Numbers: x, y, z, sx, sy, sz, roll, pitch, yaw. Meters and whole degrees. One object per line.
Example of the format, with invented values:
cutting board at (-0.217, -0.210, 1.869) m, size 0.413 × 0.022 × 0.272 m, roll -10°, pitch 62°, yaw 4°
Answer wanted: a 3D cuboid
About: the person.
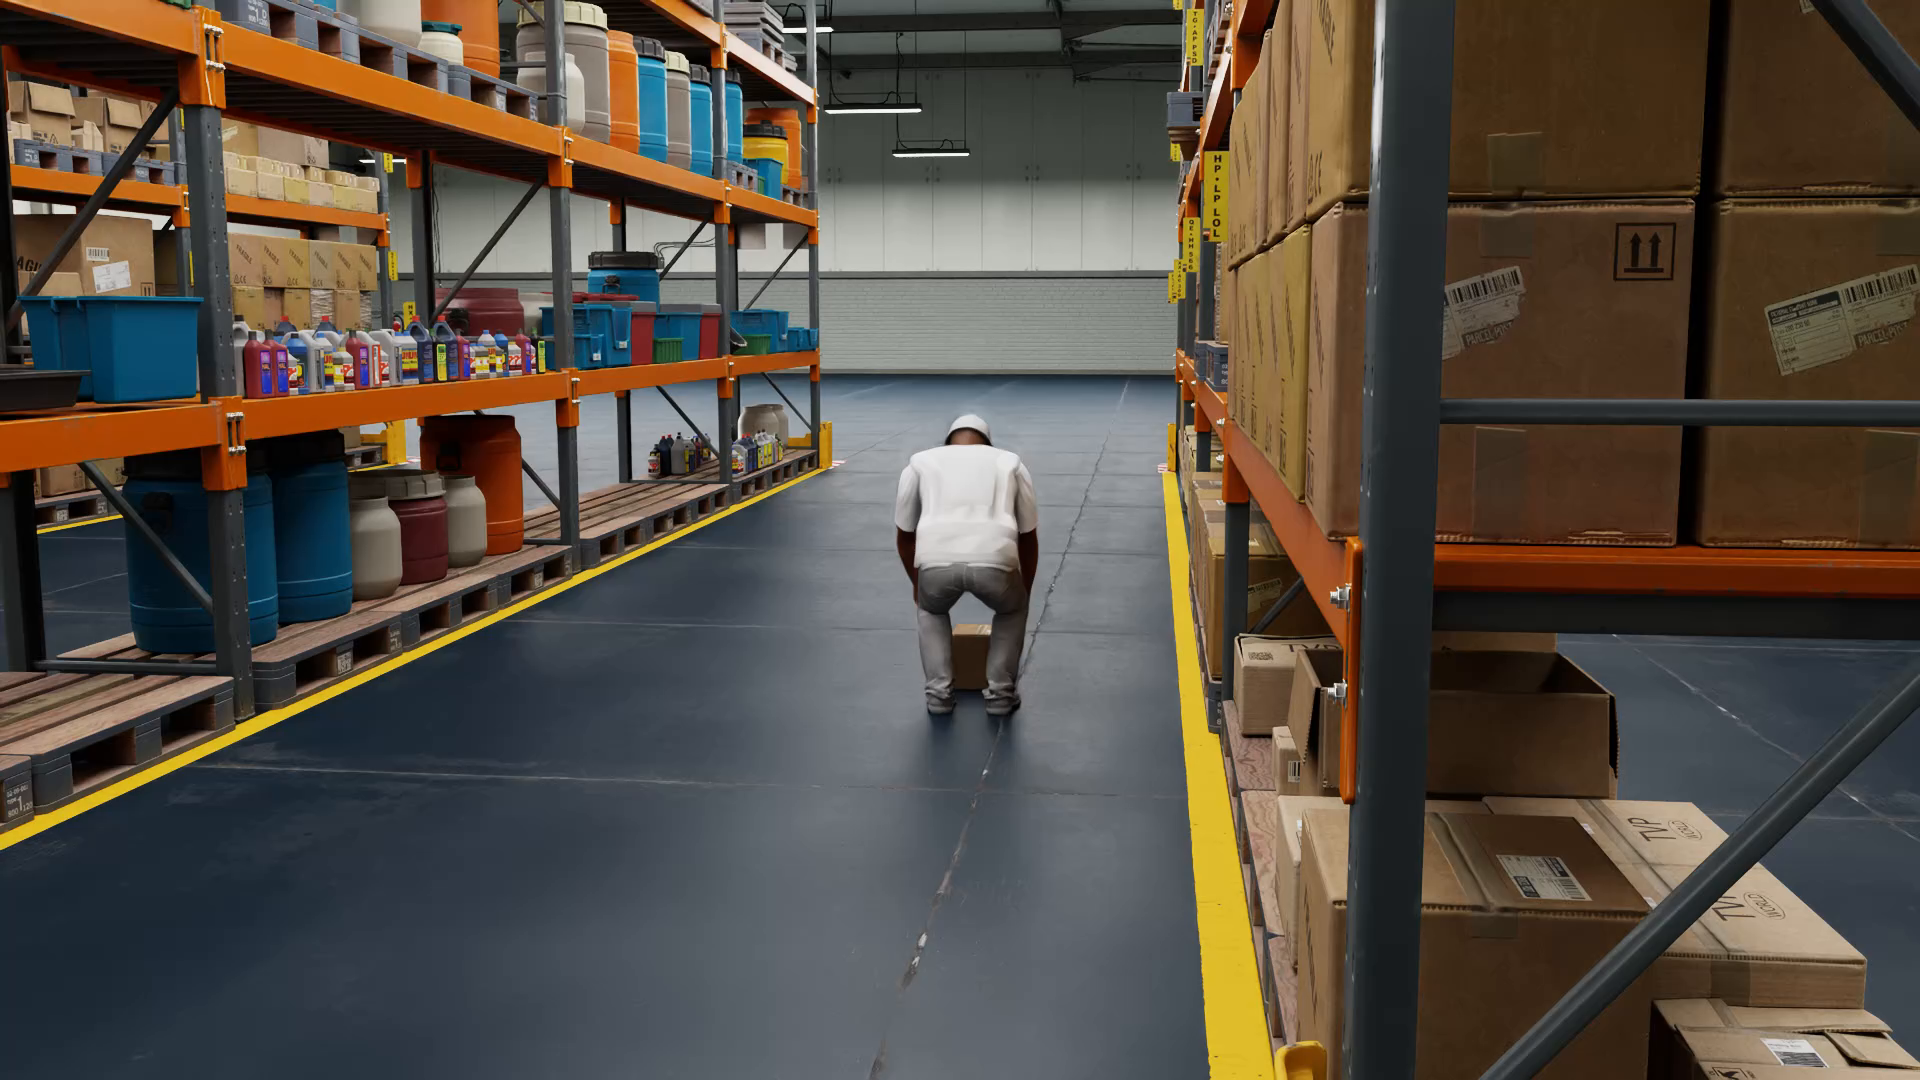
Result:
person at (0.012, 0.095, 7.059) m, size 0.622 × 1.224 × 0.838 m, roll 1°, pitch 8°, yaw 7°
